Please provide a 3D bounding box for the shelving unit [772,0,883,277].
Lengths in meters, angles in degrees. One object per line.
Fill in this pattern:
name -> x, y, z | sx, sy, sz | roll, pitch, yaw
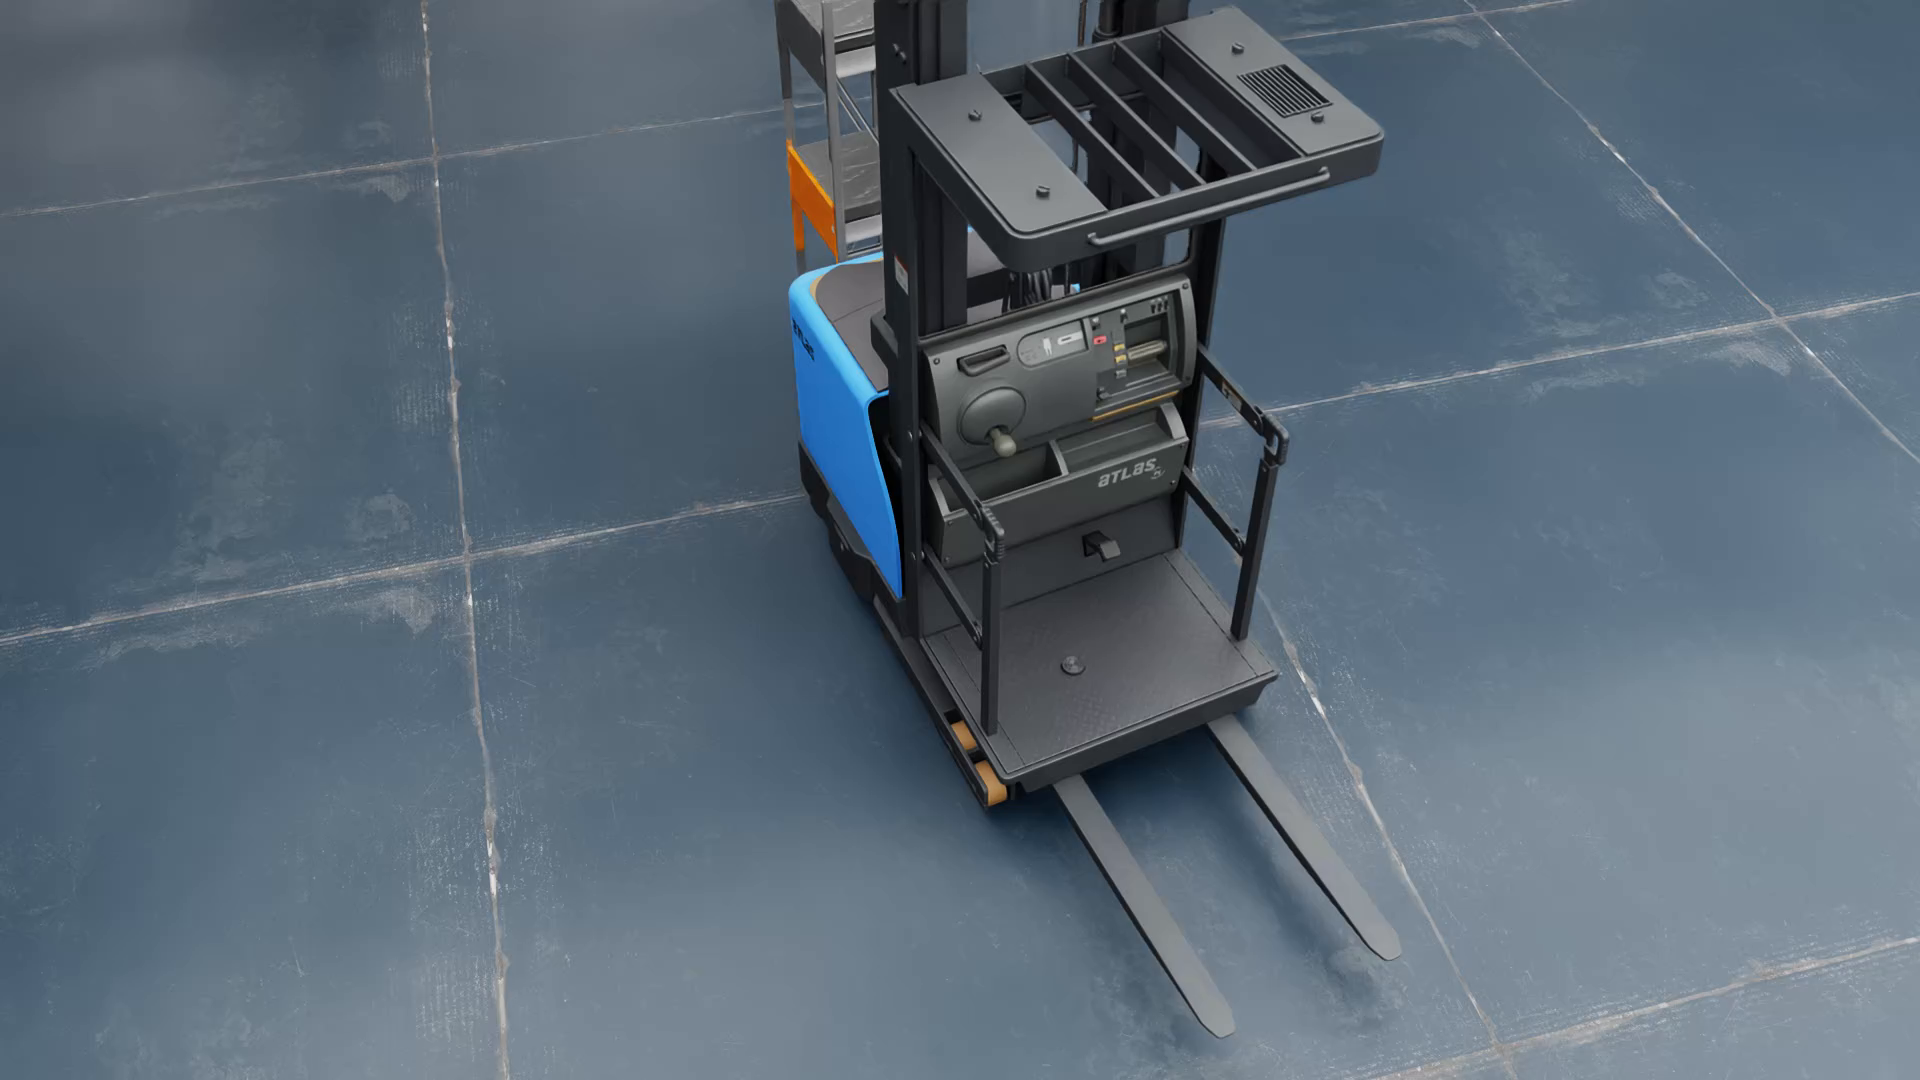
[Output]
shelving unit -> -0.387, -1.290, 6.544 | 0.431, 2.100, 0.503 | -19, 48, -17

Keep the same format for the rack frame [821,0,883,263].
rack frame -> -0.283, -1.133, 6.390 | 0.400, 2.100, 0.015 | -19, 48, -17

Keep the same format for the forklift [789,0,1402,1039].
forklift -> 0.429, -0.456, 5.144 | 1.130, 2.935, 3.031 | -19, 48, -17

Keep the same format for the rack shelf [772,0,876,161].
rack shelf -> -0.387, -1.771, 6.054 | 0.431, 0.518, 0.480 | -19, 48, -17

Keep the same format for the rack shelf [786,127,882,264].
rack shelf -> -0.387, -1.281, 6.554 | 0.431, 0.518, 0.480 | -19, 48, -17

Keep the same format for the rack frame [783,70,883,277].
rack frame -> -0.492, -1.448, 6.699 | 0.400, 2.100, 0.015 | -19, 48, -17
